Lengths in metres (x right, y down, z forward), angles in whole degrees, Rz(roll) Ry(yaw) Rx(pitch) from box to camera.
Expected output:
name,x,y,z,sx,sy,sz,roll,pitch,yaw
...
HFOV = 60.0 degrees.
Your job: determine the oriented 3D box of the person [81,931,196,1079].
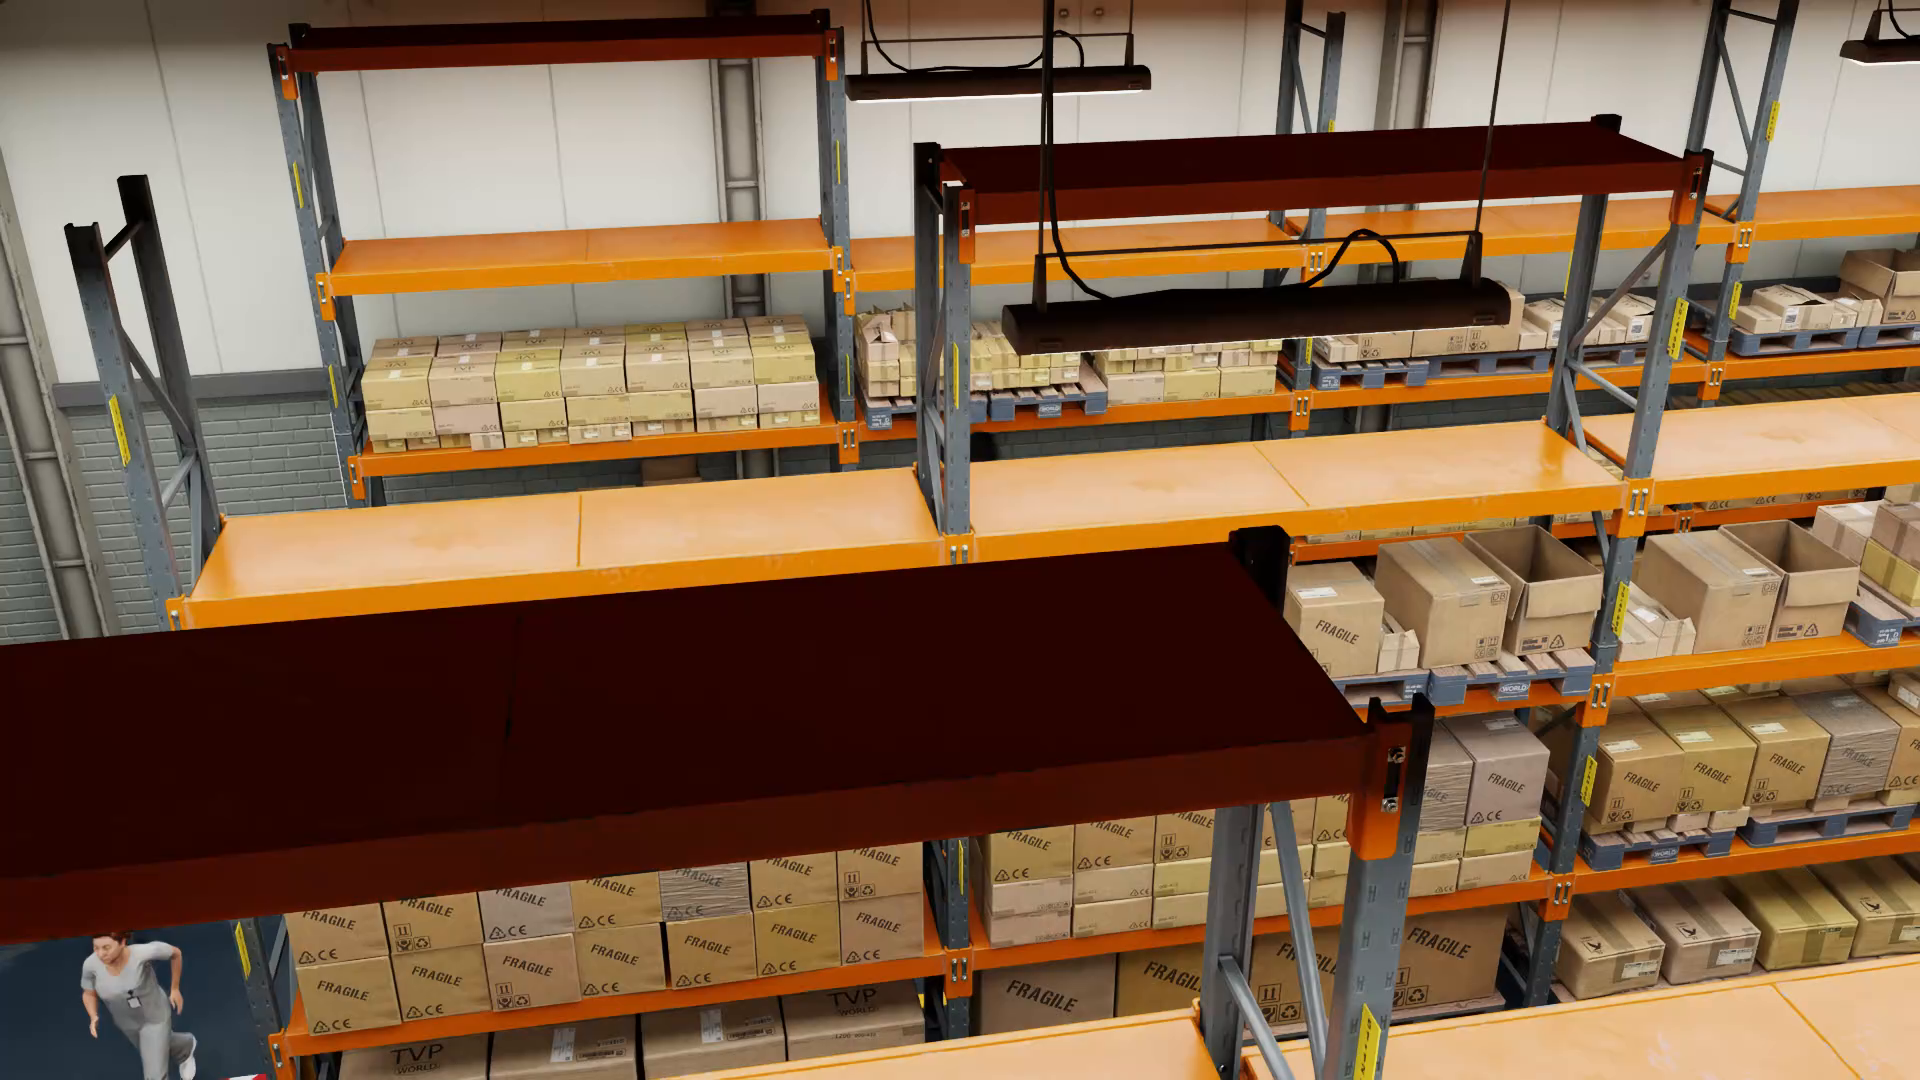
name,x,y,z,sx,sy,sz,roll,pitch,yaw
person,-5.046,2.938,10.296,0.515,1.660,0.969,0,26,1
